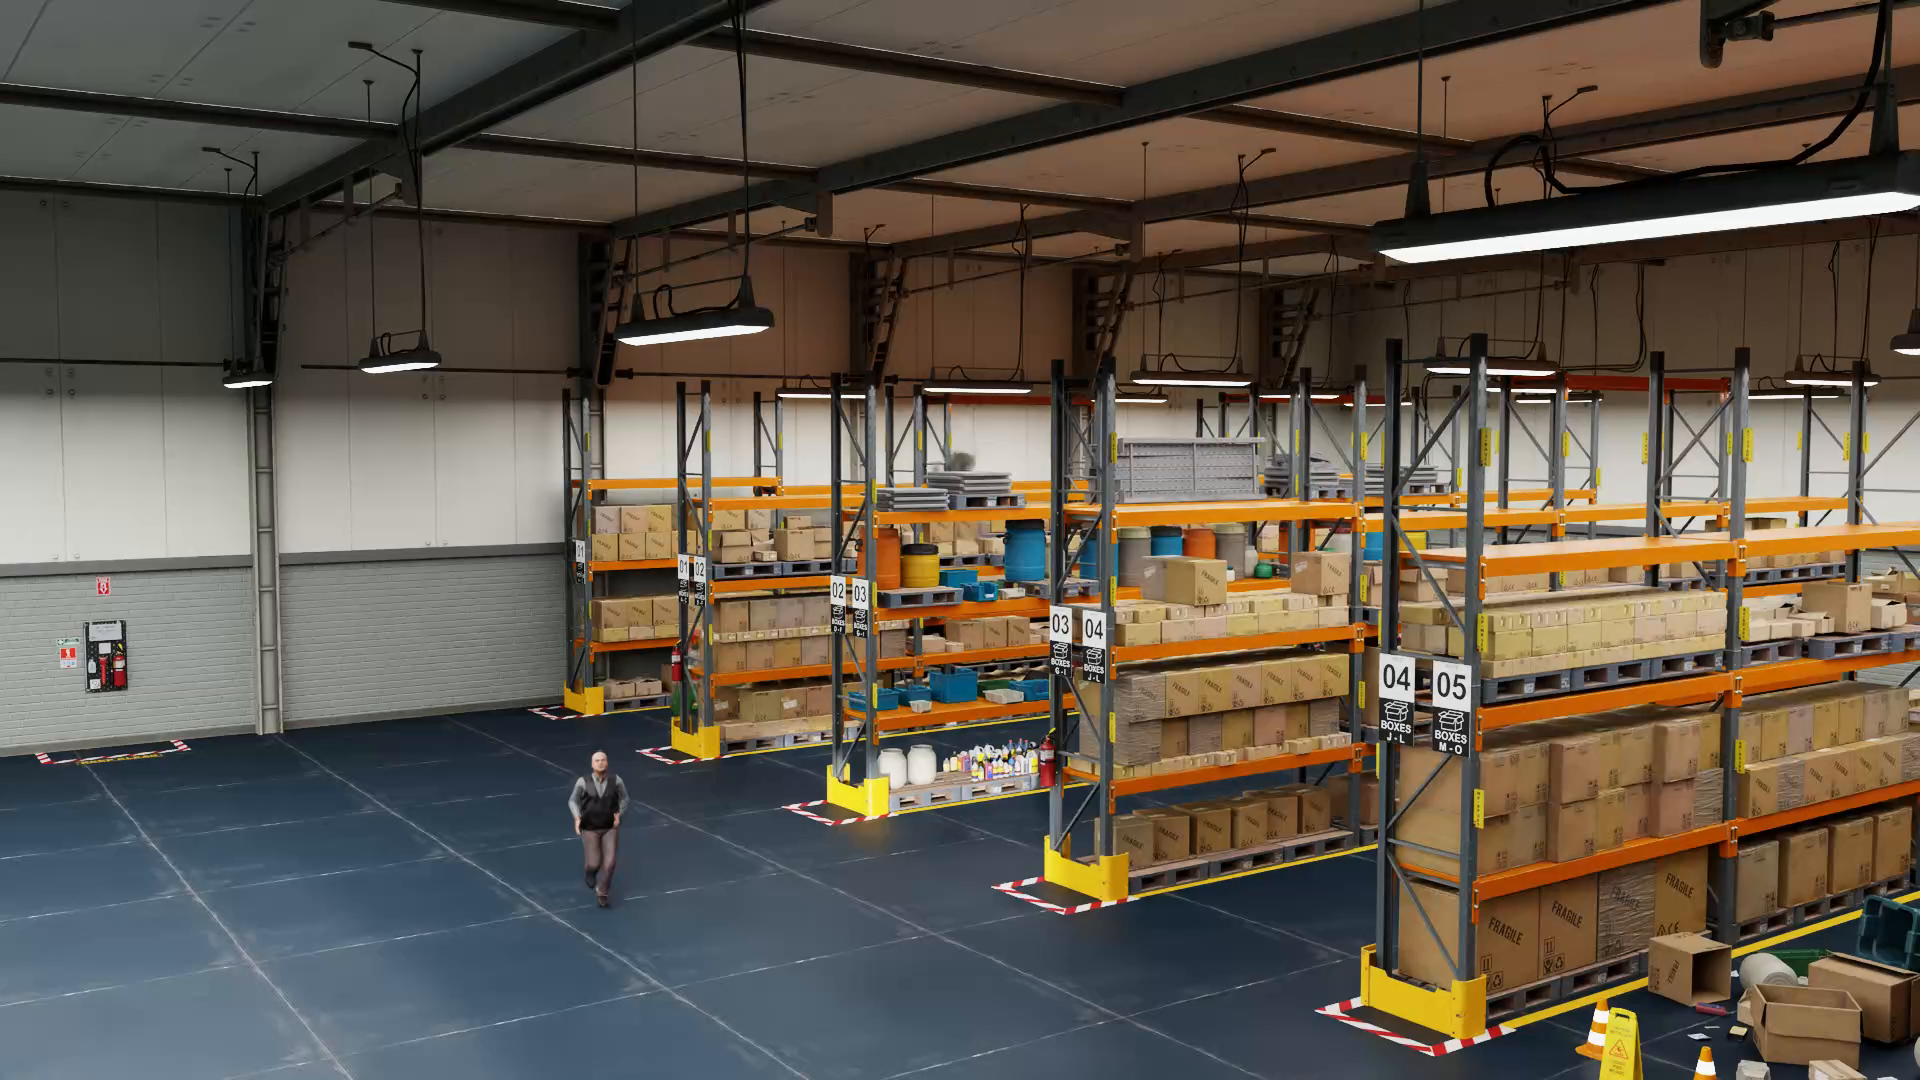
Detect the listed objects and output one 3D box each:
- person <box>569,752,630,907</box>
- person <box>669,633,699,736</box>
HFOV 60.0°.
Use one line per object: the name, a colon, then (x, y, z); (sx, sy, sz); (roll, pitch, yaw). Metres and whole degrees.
person: (-3.950, 3.160, 18.259); (0.659, 1.679, 0.586); (-1, 4, -18)
person: (-4.615, 2.455, 28.420); (0.804, 1.745, 0.691); (-3, 5, -39)
